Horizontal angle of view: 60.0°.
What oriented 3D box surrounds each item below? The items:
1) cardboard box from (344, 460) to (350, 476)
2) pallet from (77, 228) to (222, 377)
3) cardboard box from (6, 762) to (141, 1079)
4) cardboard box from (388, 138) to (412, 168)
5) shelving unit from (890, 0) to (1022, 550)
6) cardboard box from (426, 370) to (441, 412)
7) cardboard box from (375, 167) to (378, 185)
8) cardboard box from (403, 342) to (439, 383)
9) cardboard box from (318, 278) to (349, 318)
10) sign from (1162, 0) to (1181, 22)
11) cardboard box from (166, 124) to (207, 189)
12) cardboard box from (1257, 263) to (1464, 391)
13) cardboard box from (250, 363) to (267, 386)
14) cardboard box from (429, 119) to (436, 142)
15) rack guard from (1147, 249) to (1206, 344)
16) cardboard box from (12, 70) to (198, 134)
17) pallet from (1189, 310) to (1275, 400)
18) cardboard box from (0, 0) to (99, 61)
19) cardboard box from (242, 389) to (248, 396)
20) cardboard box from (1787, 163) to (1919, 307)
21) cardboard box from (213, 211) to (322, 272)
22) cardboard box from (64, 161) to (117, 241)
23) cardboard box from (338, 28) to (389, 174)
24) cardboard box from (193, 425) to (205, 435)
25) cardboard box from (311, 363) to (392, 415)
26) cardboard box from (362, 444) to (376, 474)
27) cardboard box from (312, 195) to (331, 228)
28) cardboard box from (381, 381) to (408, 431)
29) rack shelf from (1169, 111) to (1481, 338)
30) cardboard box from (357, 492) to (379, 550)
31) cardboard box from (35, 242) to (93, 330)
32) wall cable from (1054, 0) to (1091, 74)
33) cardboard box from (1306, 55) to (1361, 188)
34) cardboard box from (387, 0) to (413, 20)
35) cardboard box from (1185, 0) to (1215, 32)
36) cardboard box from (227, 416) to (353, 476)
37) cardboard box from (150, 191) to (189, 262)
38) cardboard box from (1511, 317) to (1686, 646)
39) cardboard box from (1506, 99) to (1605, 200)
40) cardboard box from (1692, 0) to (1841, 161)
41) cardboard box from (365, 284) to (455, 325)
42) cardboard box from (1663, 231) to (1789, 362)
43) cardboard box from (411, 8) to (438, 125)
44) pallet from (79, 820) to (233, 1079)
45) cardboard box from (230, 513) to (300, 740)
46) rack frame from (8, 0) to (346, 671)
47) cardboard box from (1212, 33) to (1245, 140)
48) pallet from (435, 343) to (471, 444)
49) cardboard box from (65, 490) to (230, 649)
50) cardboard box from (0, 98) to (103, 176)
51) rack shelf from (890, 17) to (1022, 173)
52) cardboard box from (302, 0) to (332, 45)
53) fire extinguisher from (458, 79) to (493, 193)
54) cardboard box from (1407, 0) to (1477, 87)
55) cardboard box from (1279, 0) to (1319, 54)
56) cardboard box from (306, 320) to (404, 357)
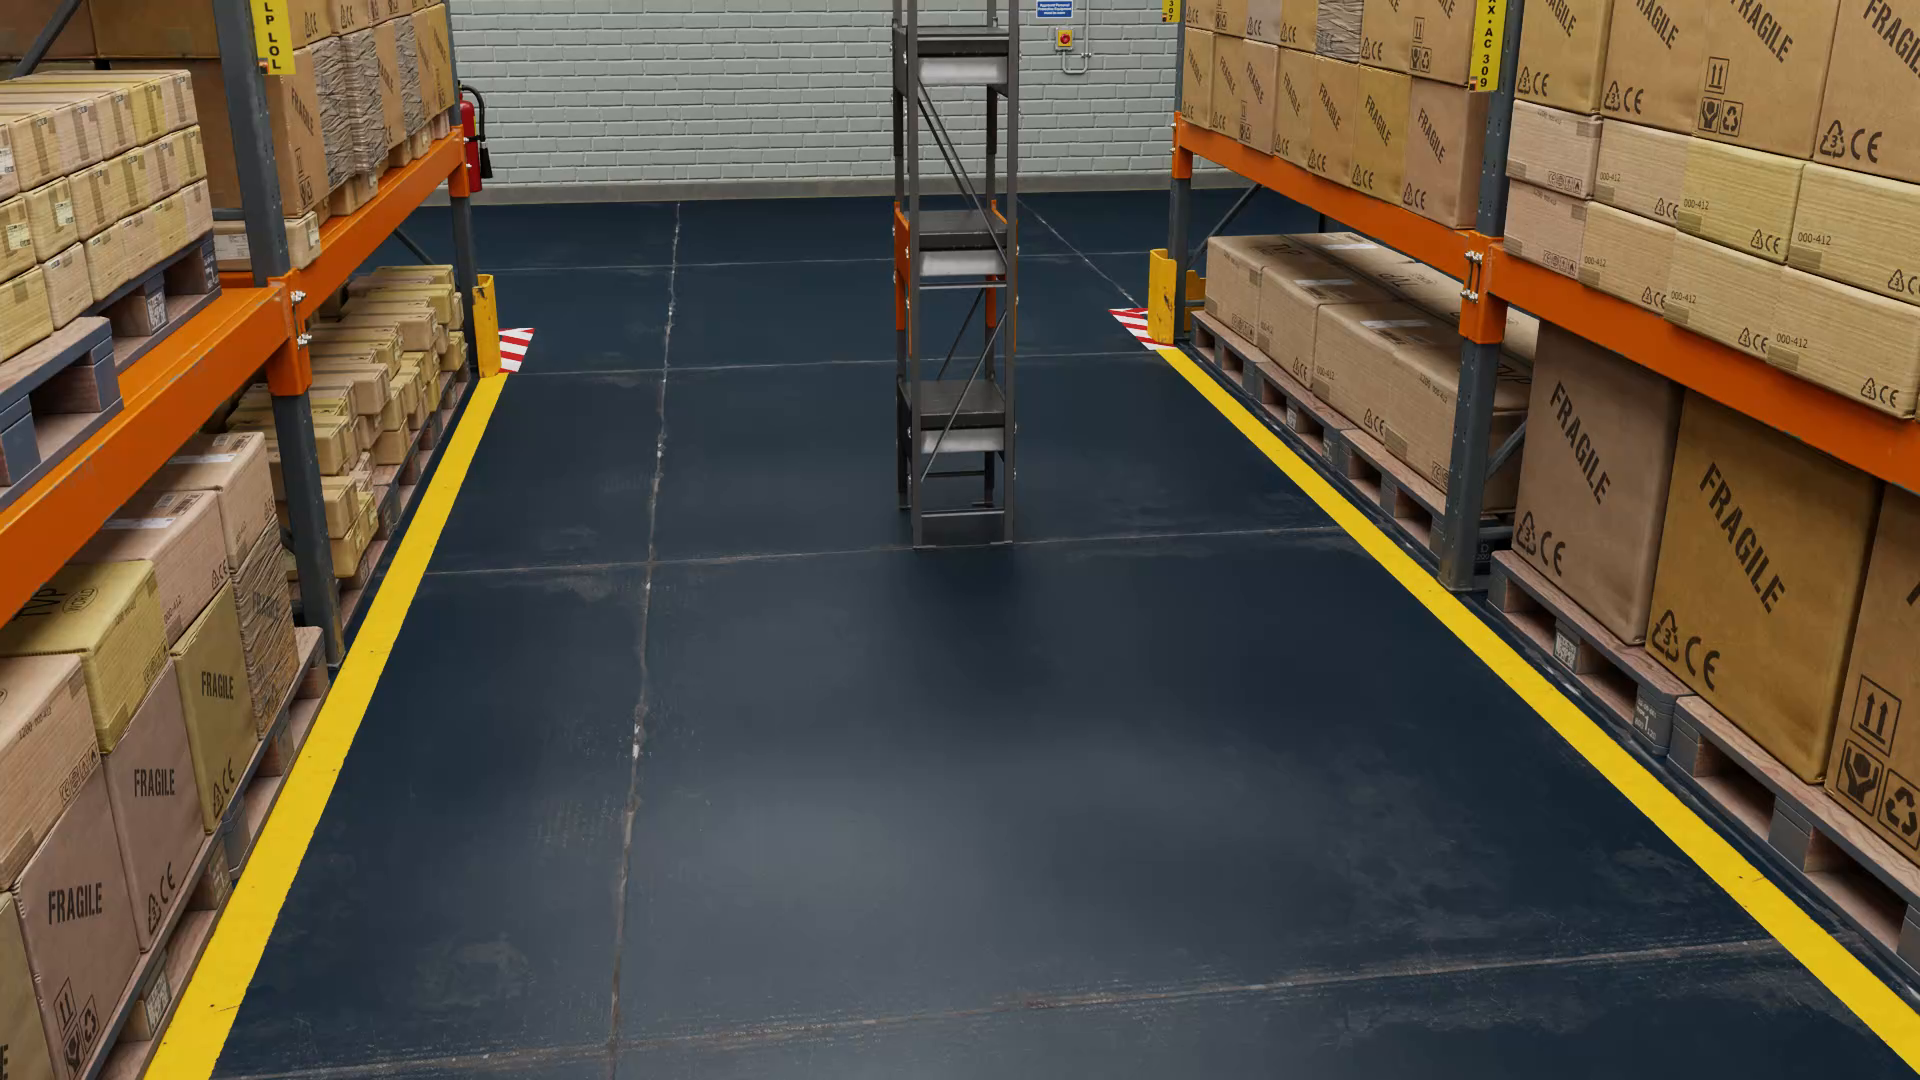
[{"bbox_3d":[-2.509,-0.274,6.212,0.380,0.149,0.250,-3,21,-8],"label":"cardboard box"},{"bbox_3d":[-2.611,-0.604,4.321,1.003,0.211,1.213,-3,21,-8],"label":"pallet"},{"bbox_3d":[-2.005,0.784,3.303,0.500,0.500,0.500,-3,21,-9],"label":"cardboard box"},{"bbox_3d":[-2.709,-1.781,7.556,0.380,0.149,0.250,-4,21,-10],"label":"cardboard box"},{"bbox_3d":[-0.024,-1.041,6.502,0.431,2.100,0.503,-3,21,-8],"label":"shelving unit"},{"bbox_3d":[-2.634,-0.691,7.753,0.380,0.149,0.250,-4,21,-10],"label":"cardboard box"},{"bbox_3d":[-2.617,-1.507,6.823,0.380,0.149,0.250,-2,21,-6],"label":"cardboard box"},{"bbox_3d":[-2.631,-0.825,7.687,0.380,0.149,0.250,-3,21,-7],"label":"cardboard box"},{"bbox_3d":[-3.256,-1.203,8.274,0.380,0.149,0.250,-3,21,-7],"label":"cardboard box"},{"bbox_3d":[1.180,-3.052,9.251,0.100,0.325,0.005,-3,21,-8],"label":"sign"},{"bbox_3d":[-2.324,-1.057,4.592,0.380,0.149,0.250,-2,21,-6],"label":"cardboard box"},{"bbox_3d":[2.064,-1.092,8.415,0.875,0.438,0.875,-2,21,-6],"label":"cardboard box"},{"bbox_3d":[-3.074,-0.756,7.076,0.380,0.149,0.250,-3,21,-8],"label":"cardboard box"},{"bbox_3d":[-2.828,-2.047,8.268,0.380,0.149,0.250,-3,21,-8],"label":"cardboard box"},{"bbox_3d":[1.727,-1.473,9.946,1.175,0.500,0.348,-3,21,-8],"label":"rack guard"},{"bbox_3d":[-2.326,-1.195,4.536,0.380,0.149,0.250,-2,21,-5],"label":"cardboard box"},{"bbox_3d":[1.923,-1.056,9.243,1.003,0.211,1.213,-3,21,-8],"label":"pallet"},{"bbox_3d":[-2.912,-1.770,5.170,0.500,0.500,0.500,-4,21,-10],"label":"cardboard box"},{"bbox_3d":[-3.058,-0.517,6.864,0.380,0.149,0.250,-4,21,-10],"label":"cardboard box"},{"bbox_3d":[2.315,-0.718,3.851,0.500,0.250,0.500,-4,21,-9],"label":"cardboard box"},{"bbox_3d":[-2.294,-0.963,5.366,0.380,0.149,0.250,-2,21,-6],"label":"cardboard box"},{"bbox_3d":[-2.208,-0.785,3.865,0.380,0.149,0.250,-4,21,-10],"label":"cardboard box"},{"bbox_3d":[-2.515,-1.684,6.369,0.500,0.500,0.500,-3,21,-9],"label":"cardboard box"},{"bbox_3d":[-3.005,-0.388,6.093,0.380,0.149,0.250,-3,21,-8],"label":"cardboard box"},{"bbox_3d":[-2.504,-0.601,6.661,0.380,0.149,0.250,-2,21,-7],"label":"cardboard box"},{"bbox_3d":[-2.597,-0.322,6.765,0.380,0.149,0.250,-4,21,-10],"label":"cardboard box"},{"bbox_3d":[-2.529,-1.233,6.089,0.380,0.149,0.250,-4,21,-10],"label":"cardboard box"},{"bbox_3d":[-2.535,-0.555,6.963,0.380,0.149,0.250,-3,21,-8],"label":"cardboard box"},{"bbox_3d":[2.018,-1.606,7.758,1.077,0.370,4.000,-3,21,-8],"label":"rack shelf"},{"bbox_3d":[-2.350,-0.062,6.069,0.380,0.149,0.250,-2,21,-6],"label":"cardboard box"},{"bbox_3d":[-2.170,-0.559,3.683,0.380,0.149,0.250,-4,21,-10],"label":"cardboard box"},{"bbox_3d":[0.894,-5.077,14.527,0.585,1.953,0.123,-3,21,-8],"label":"wall cable"},{"bbox_3d":[1.820,-1.796,7.096,0.500,0.500,0.500,-3,21,-9],"label":"cardboard box"},{"bbox_3d":[-2.685,-2.505,7.138,0.500,0.500,0.500,-2,21,-5],"label":"cardboard box"},{"bbox_3d":[1.517,-2.970,8.810,0.500,0.500,0.500,-3,21,-9],"label":"cardboard box"},{"bbox_3d":[-2.403,-0.334,5.948,0.380,0.149,0.250,-2,21,-5],"label":"cardboard box"},{"bbox_3d":[-2.286,-0.828,4.404,0.380,0.149,0.250,-3,21,-7],"label":"cardboard box"},{"bbox_3d":[2.475,-0.242,5.512,0.875,0.875,0.875,-2,21,-6],"label":"cardboard box"},{"bbox_3d":[2.091,-1.248,5.271,0.500,0.250,0.500,-4,21,-9],"label":"cardboard box"},{"bbox_3d":[2.256,-1.251,4.206,0.500,0.500,0.500,-3,21,-9],"label":"cardboard box"},{"bbox_3d":[-2.684,-1.147,8.125,0.380,0.149,0.250,-3,21,-9],"label":"cardboard box"},{"bbox_3d":[2.243,-0.658,4.404,0.500,0.250,0.500,-3,21,-8],"label":"cardboard box"},{"bbox_3d":[-2.765,-2.216,7.794,0.500,0.500,0.500,-3,21,-9],"label":"cardboard box"},{"bbox_3d":[-2.284,1.033,3.649,1.003,0.211,1.213,-3,21,-8],"label":"pallet"},{"bbox_3d":[-2.221,0.252,4.728,0.500,0.500,0.500,-3,21,-9],"label":"cardboard box"},{"bbox_3d":[-2.577,-0.966,5.016,1.000,3.000,0.127,-3,21,-8],"label":"rack frame"},{"bbox_3d":[1.616,-2.328,8.519,0.500,0.500,0.500,-3,21,-9],"label":"cardboard box"},{"bbox_3d":[-3.061,-0.735,8.383,1.003,0.211,1.213,-3,21,-8],"label":"pallet"},{"bbox_3d":[-2.159,0.081,4.114,0.500,0.250,0.500,-2,21,-5],"label":"cardboard box"},{"bbox_3d":[-2.213,-0.921,3.804,0.380,0.149,0.250,-3,21,-8],"label":"cardboard box"},{"bbox_3d":[-0.024,-1.684,6.262,0.431,0.518,0.480,-3,21,-8],"label":"rack shelf"},{"bbox_3d":[-2.491,-1.968,5.701,0.500,0.500,0.500,-4,21,-9],"label":"cardboard box"},{"bbox_3d":[-2.733,-2.251,9.098,0.296,0.674,0.183,-3,21,-8],"label":"fire extinguisher"},{"bbox_3d":[1.965,-1.915,5.986,0.500,0.500,0.500,-3,21,-8],"label":"cardboard box"},{"bbox_3d":[1.754,-2.441,7.394,0.500,0.500,0.500,-3,21,-8],"label":"cardboard box"},{"bbox_3d":[-2.687,-0.867,7.375,0.380,0.149,0.250,-4,21,-10],"label":"cardboard box"}]
